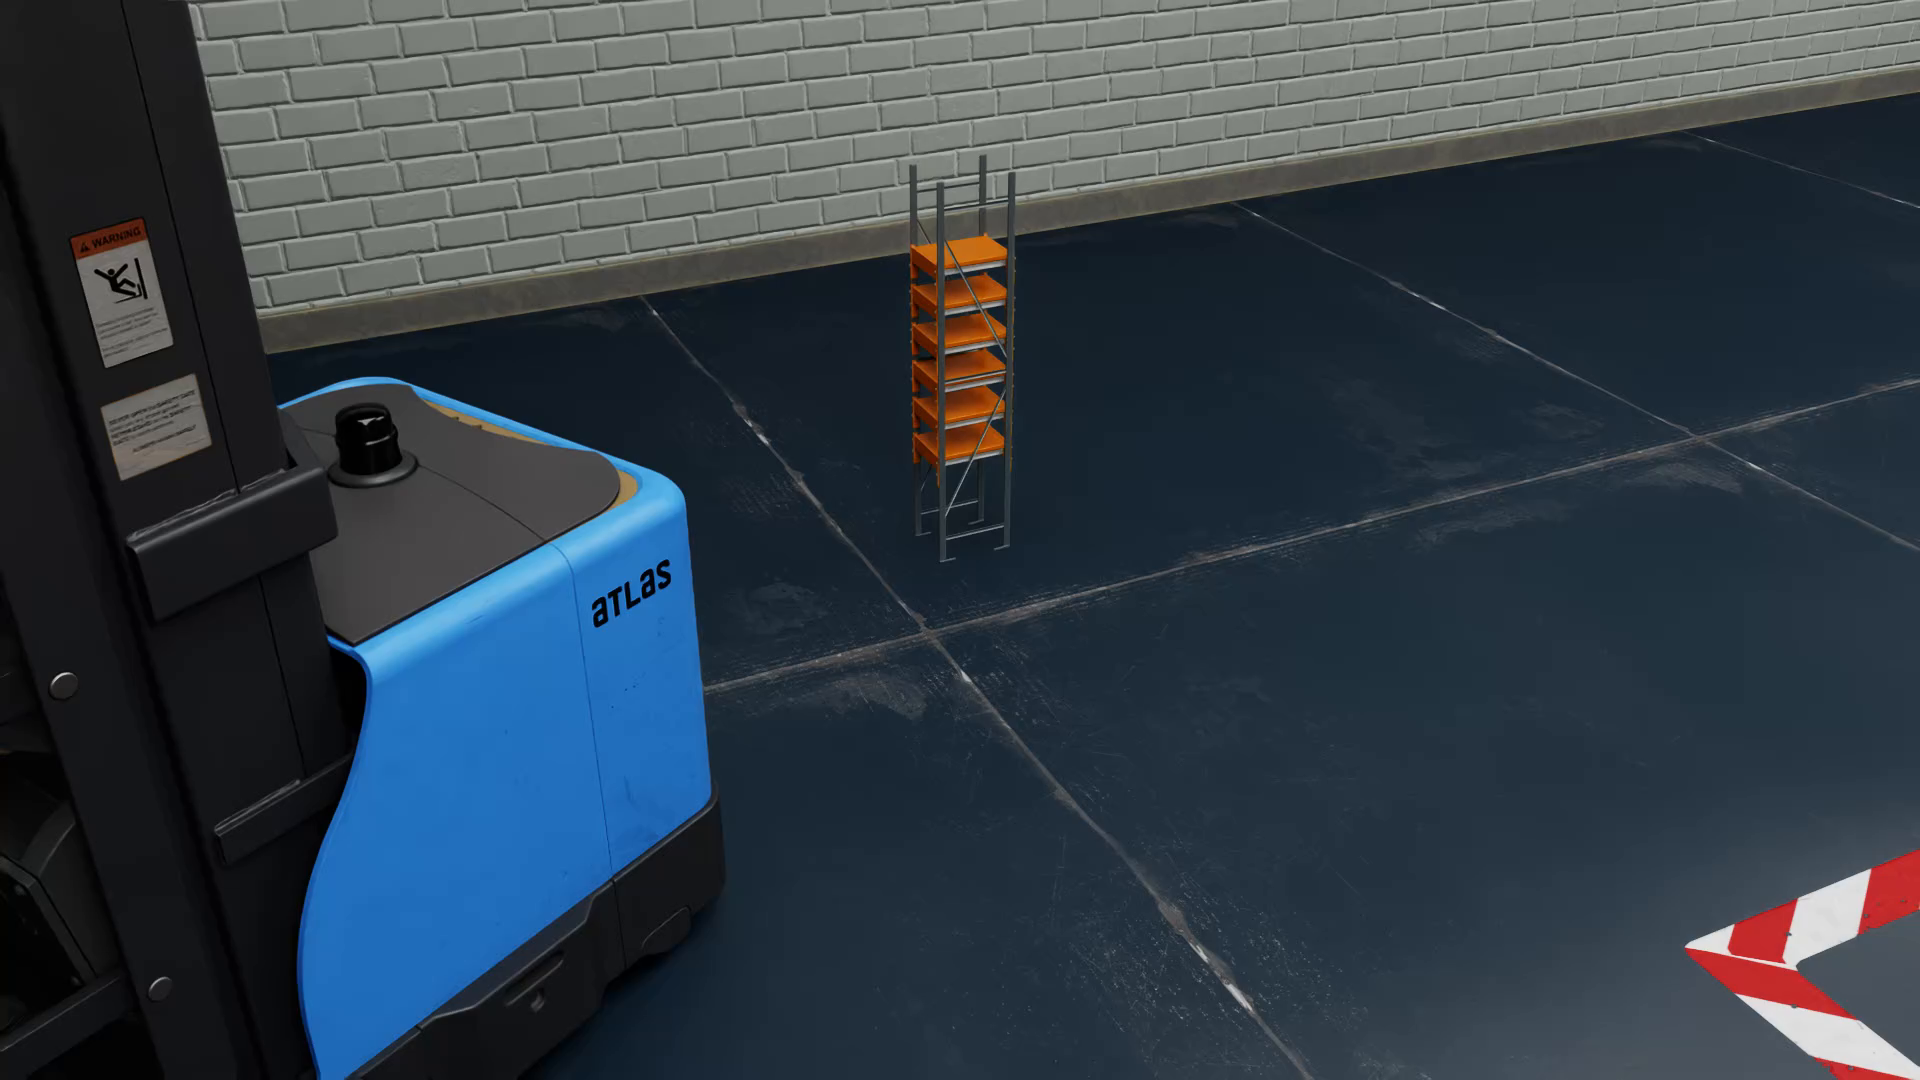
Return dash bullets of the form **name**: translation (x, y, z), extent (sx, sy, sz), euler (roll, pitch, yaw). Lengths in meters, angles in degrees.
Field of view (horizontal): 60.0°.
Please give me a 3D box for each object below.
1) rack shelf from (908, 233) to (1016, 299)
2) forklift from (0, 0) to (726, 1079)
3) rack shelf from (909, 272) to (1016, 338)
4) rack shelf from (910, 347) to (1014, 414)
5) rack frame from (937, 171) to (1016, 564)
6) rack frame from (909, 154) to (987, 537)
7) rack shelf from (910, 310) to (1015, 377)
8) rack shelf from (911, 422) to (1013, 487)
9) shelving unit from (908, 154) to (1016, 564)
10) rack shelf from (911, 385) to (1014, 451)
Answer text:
- **rack shelf**: translation (0.006, -0.792, 4.791), extent (0.258, 0.103, 0.180), euler (-13, 32, -22)
- **forklift**: translation (-1.783, -0.005, 2.262), extent (1.130, 2.935, 3.031), euler (19, 34, 30)
- **rack shelf**: translation (0.006, -0.688, 4.849), extent (0.258, 0.103, 0.180), euler (-13, 32, -22)
- **rack shelf**: translation (0.006, -0.478, 4.967), extent (0.258, 0.103, 0.180), euler (-13, 32, -22)
- **rack frame**: translation (0.046, -0.477, 4.873), extent (0.240, 1.200, 0.006), euler (-13, 32, -22)
- **rack frame**: translation (-0.033, -0.557, 5.017), extent (0.240, 1.200, 0.006), euler (-13, 32, -22)
- **rack shelf**: translation (0.006, -0.583, 4.908), extent (0.258, 0.103, 0.180), euler (-13, 32, -22)
- **rack shelf**: translation (0.006, -0.269, 5.084), extent (0.258, 0.103, 0.180), euler (-13, 32, -22)
- **shelving unit**: translation (0.006, -0.517, 4.945), extent (0.258, 1.200, 0.189), euler (-13, 32, -22)
- **rack shelf**: translation (0.006, -0.374, 5.026), extent (0.258, 0.103, 0.180), euler (-13, 32, -22)
